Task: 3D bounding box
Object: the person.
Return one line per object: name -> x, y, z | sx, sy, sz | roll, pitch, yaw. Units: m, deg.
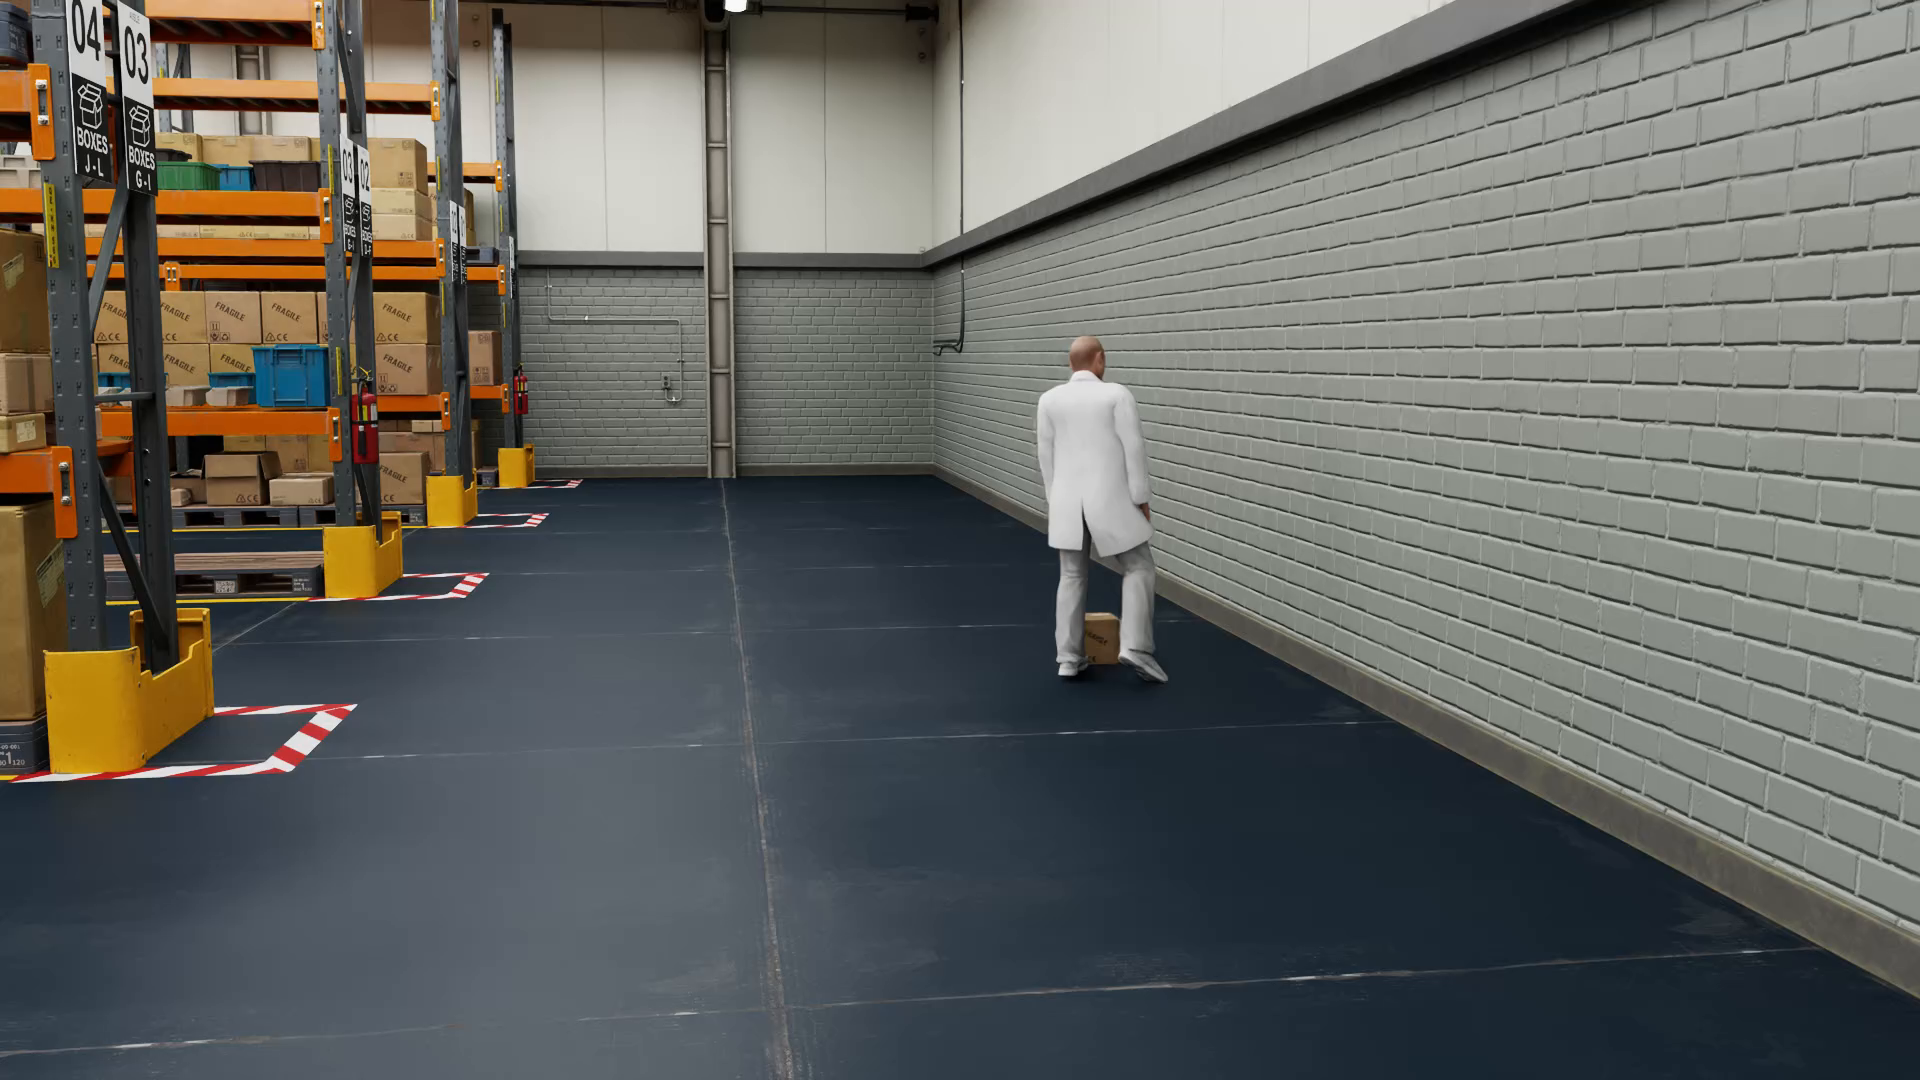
person -> 0.744, -0.078, 8.673 | 0.690, 1.680, 0.405 | 3, 7, 22
